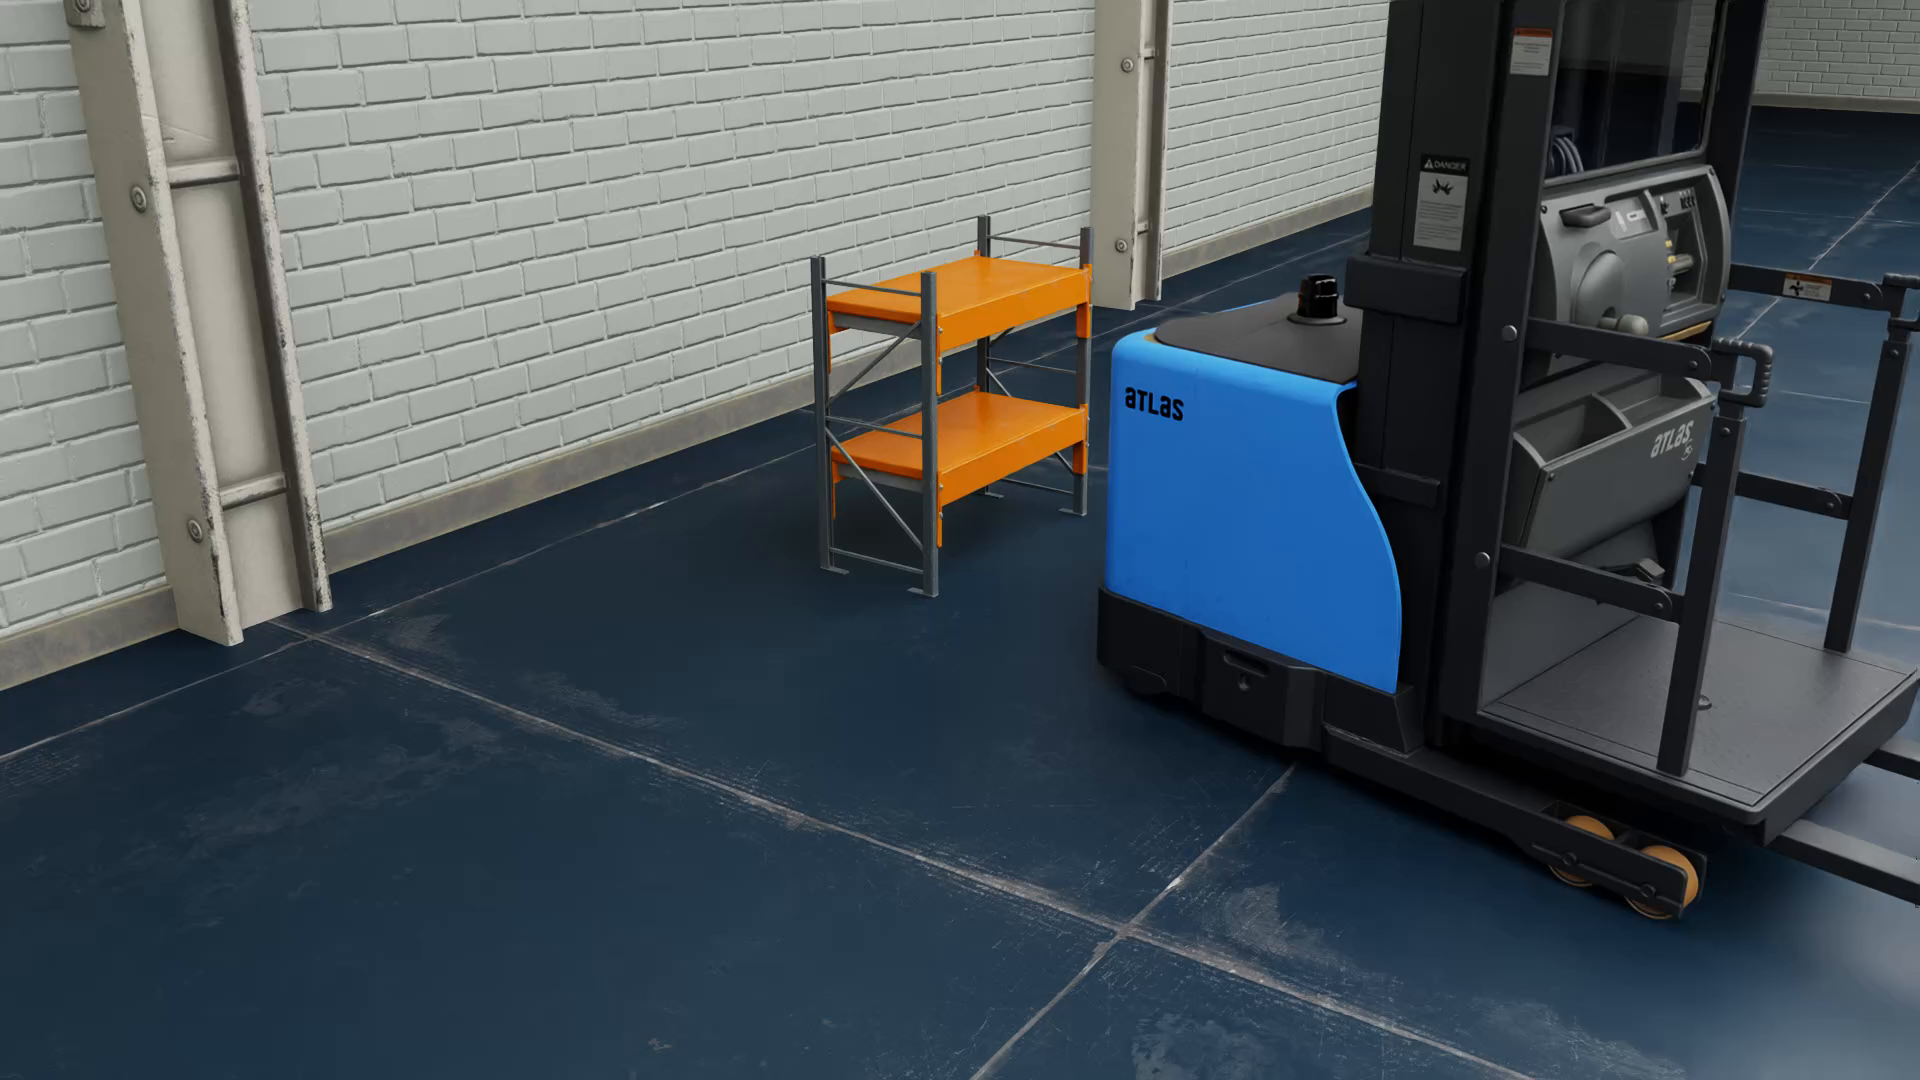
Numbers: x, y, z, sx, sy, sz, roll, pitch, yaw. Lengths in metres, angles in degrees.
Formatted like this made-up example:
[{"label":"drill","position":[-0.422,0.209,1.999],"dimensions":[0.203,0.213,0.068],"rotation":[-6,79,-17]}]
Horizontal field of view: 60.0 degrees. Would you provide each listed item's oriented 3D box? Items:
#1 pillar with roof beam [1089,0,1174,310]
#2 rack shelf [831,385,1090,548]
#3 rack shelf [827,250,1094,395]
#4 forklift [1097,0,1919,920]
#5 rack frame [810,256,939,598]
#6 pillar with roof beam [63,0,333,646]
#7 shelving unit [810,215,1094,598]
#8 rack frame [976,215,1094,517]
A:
[{"label":"pillar with roof beam","position":[4.569,-4.847,6.397],"dimensions":[9.100,9.000,0.400],"rotation":[13,24,32]},{"label":"rack shelf","position":[-0.004,-0.296,6.149],"dimensions":[0.538,0.278,1.000],"rotation":[13,24,32]},{"label":"rack shelf","position":[-0.004,-0.800,5.963],"dimensions":[0.538,0.278,1.000],"rotation":[13,24,32]},{"label":"forklift","position":[1.799,-0.693,3.914],"dimensions":[1.130,2.935,3.031],"rotation":[-18,27,-40]},{"label":"rack frame","position":[-0.290,-0.380,5.670],"dimensions":[0.500,1.125,0.032],"rotation":[13,24,32]},{"label":"pillar with roof beam","position":[1.197,-3.125,1.743],"dimensions":[9.100,9.000,0.400],"rotation":[13,24,32]},{"label":"shelving unit","position":[-0.004,-0.526,6.065],"dimensions":[0.538,1.125,1.048],"rotation":[13,24,32]},{"label":"rack frame","position":[0.282,-0.671,6.459],"dimensions":[0.500,1.125,0.032],"rotation":[13,24,32]}]
